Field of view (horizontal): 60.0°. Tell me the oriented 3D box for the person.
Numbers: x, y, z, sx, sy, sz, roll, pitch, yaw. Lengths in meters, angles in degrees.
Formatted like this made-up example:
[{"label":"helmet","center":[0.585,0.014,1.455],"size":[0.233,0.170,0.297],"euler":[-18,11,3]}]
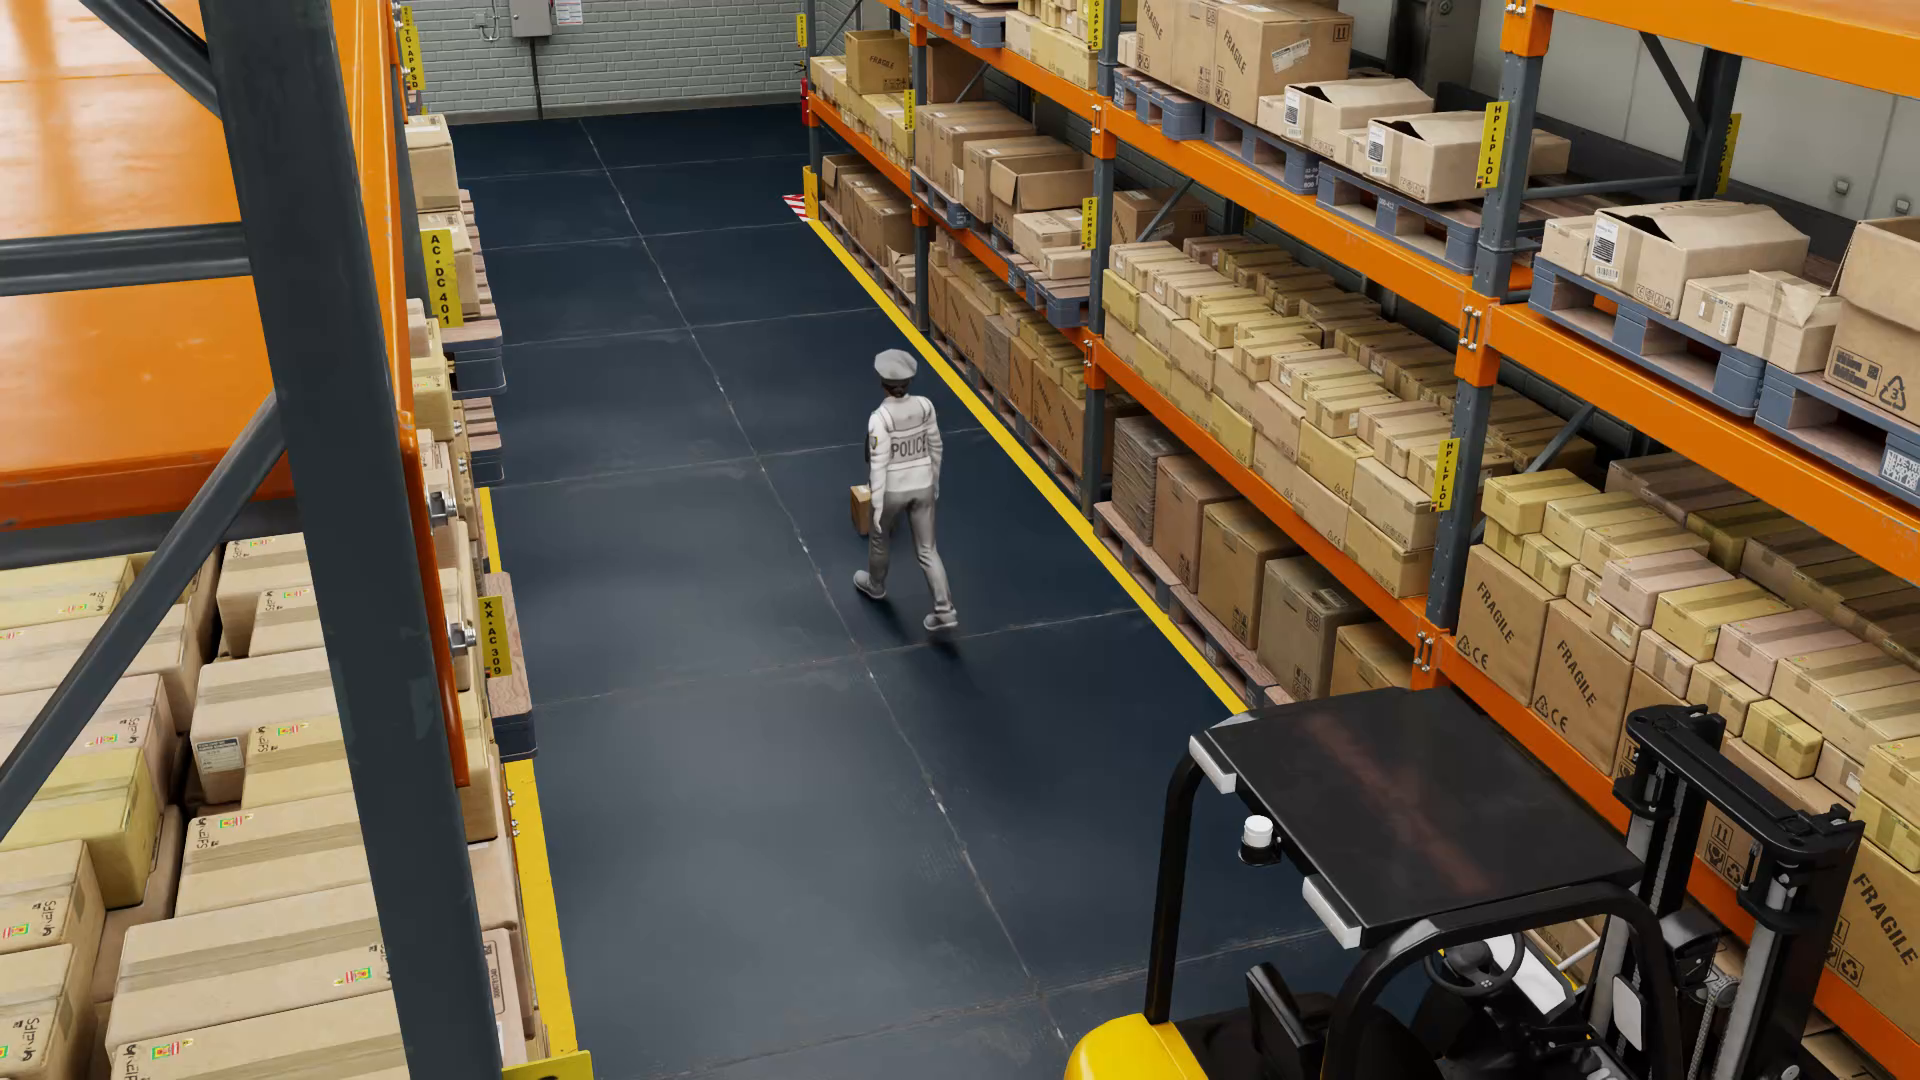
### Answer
[{"label":"person","center":[-0.308,-0.293,9.685],"size":[0.524,1.637,1.021],"euler":[-13,29,-25]}]
